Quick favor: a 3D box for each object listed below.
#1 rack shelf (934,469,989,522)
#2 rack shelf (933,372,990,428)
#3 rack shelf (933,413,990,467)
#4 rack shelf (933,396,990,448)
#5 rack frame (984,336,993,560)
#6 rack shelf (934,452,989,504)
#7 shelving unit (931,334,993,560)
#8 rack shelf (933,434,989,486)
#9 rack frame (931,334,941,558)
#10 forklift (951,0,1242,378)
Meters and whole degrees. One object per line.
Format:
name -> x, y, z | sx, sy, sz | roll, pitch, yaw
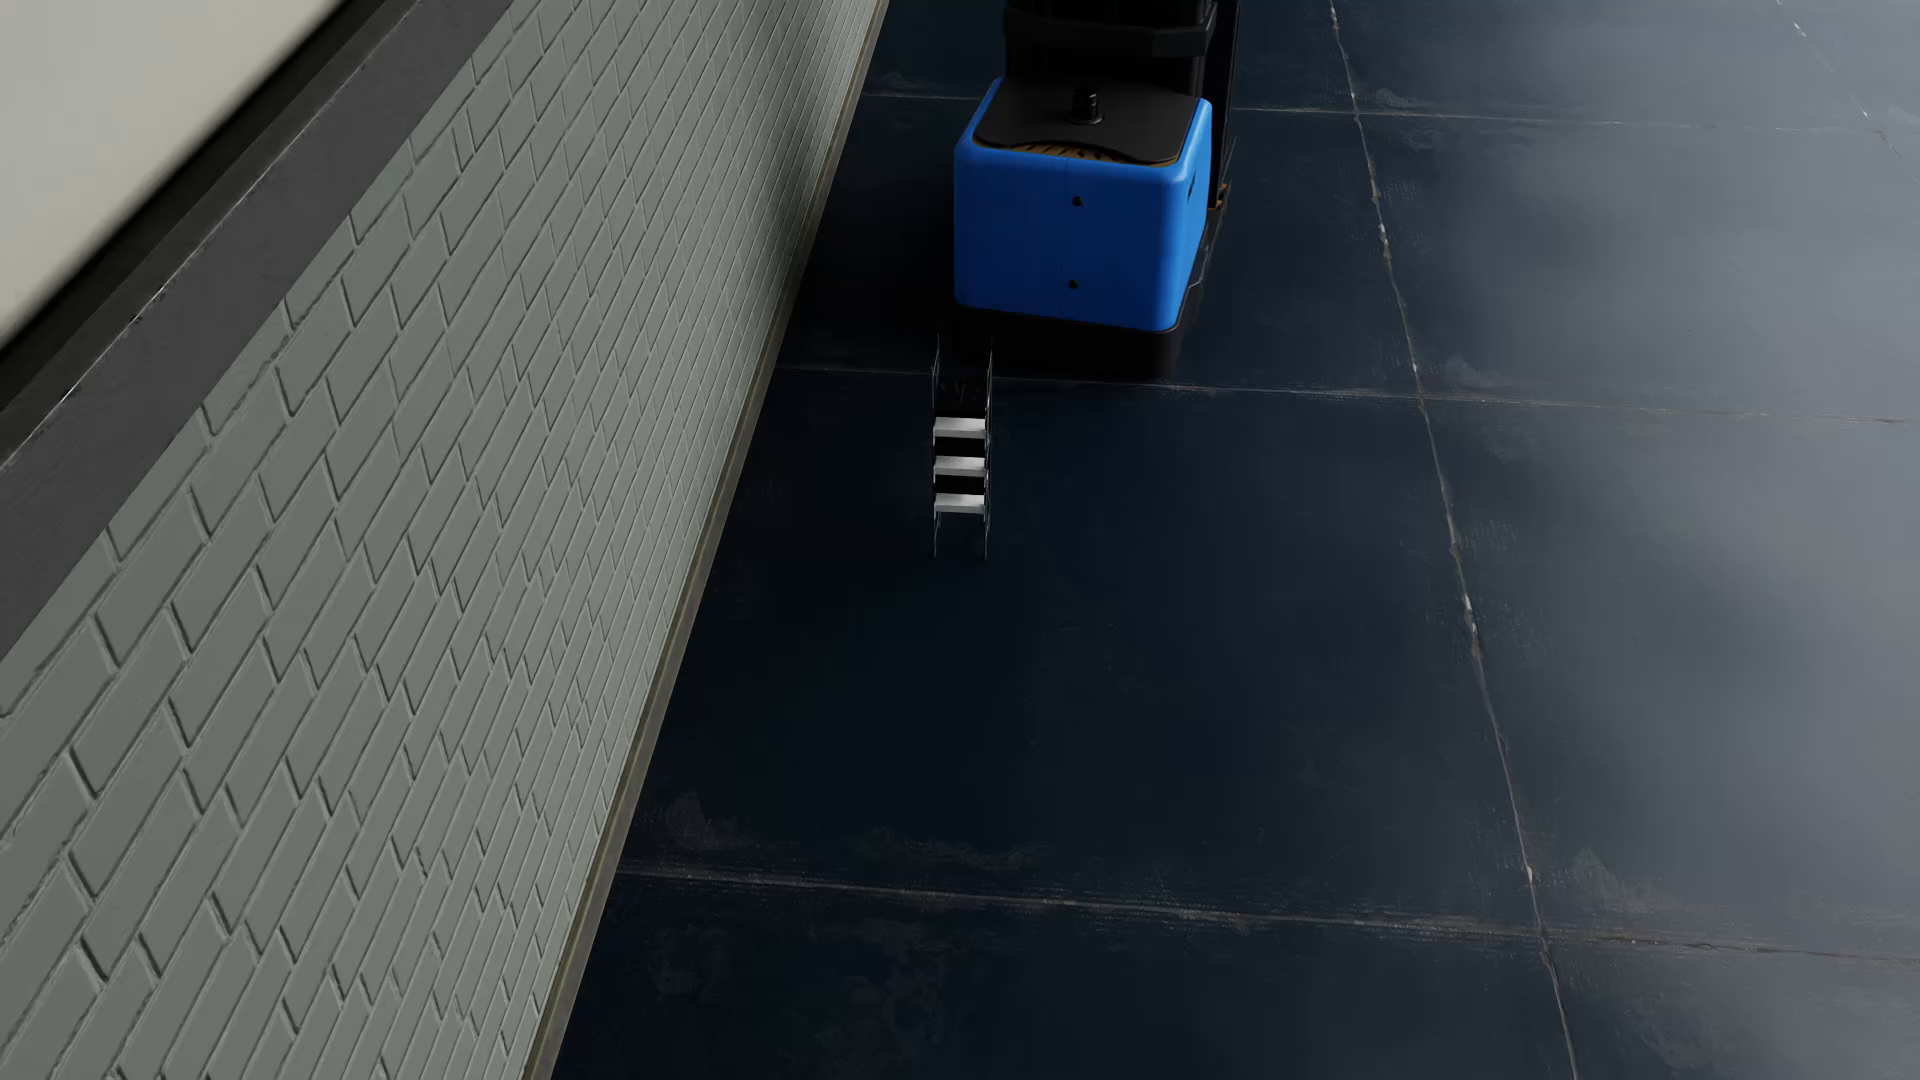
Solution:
rack shelf -> 0.008, -0.183, 6.600 | 0.200, 0.077, 0.258 | 3, 39, 4
rack shelf -> 0.008, -0.532, 6.316 | 0.200, 0.077, 0.258 | 3, 39, 4
rack shelf -> 0.008, -0.393, 6.430 | 0.200, 0.077, 0.258 | 3, 39, 4
rack shelf -> 0.008, -0.462, 6.373 | 0.200, 0.077, 0.258 | 3, 39, 4
rack frame -> 0.109, -0.343, 6.459 | 0.006, 0.900, 0.240 | 3, 39, 4
rack shelf -> 0.008, -0.253, 6.543 | 0.200, 0.077, 0.258 | 3, 39, 4
shelving unit -> 0.008, -0.349, 6.465 | 0.210, 0.900, 0.258 | 3, 39, 4
rack shelf -> 0.008, -0.323, 6.486 | 0.200, 0.077, 0.258 | 3, 39, 4
rack frame -> -0.093, -0.354, 6.472 | 0.006, 0.900, 0.240 | 3, 39, 4
forklift -> 0.823, -2.808, 7.878 | 1.130, 2.935, 3.031 | 9, 40, 11
